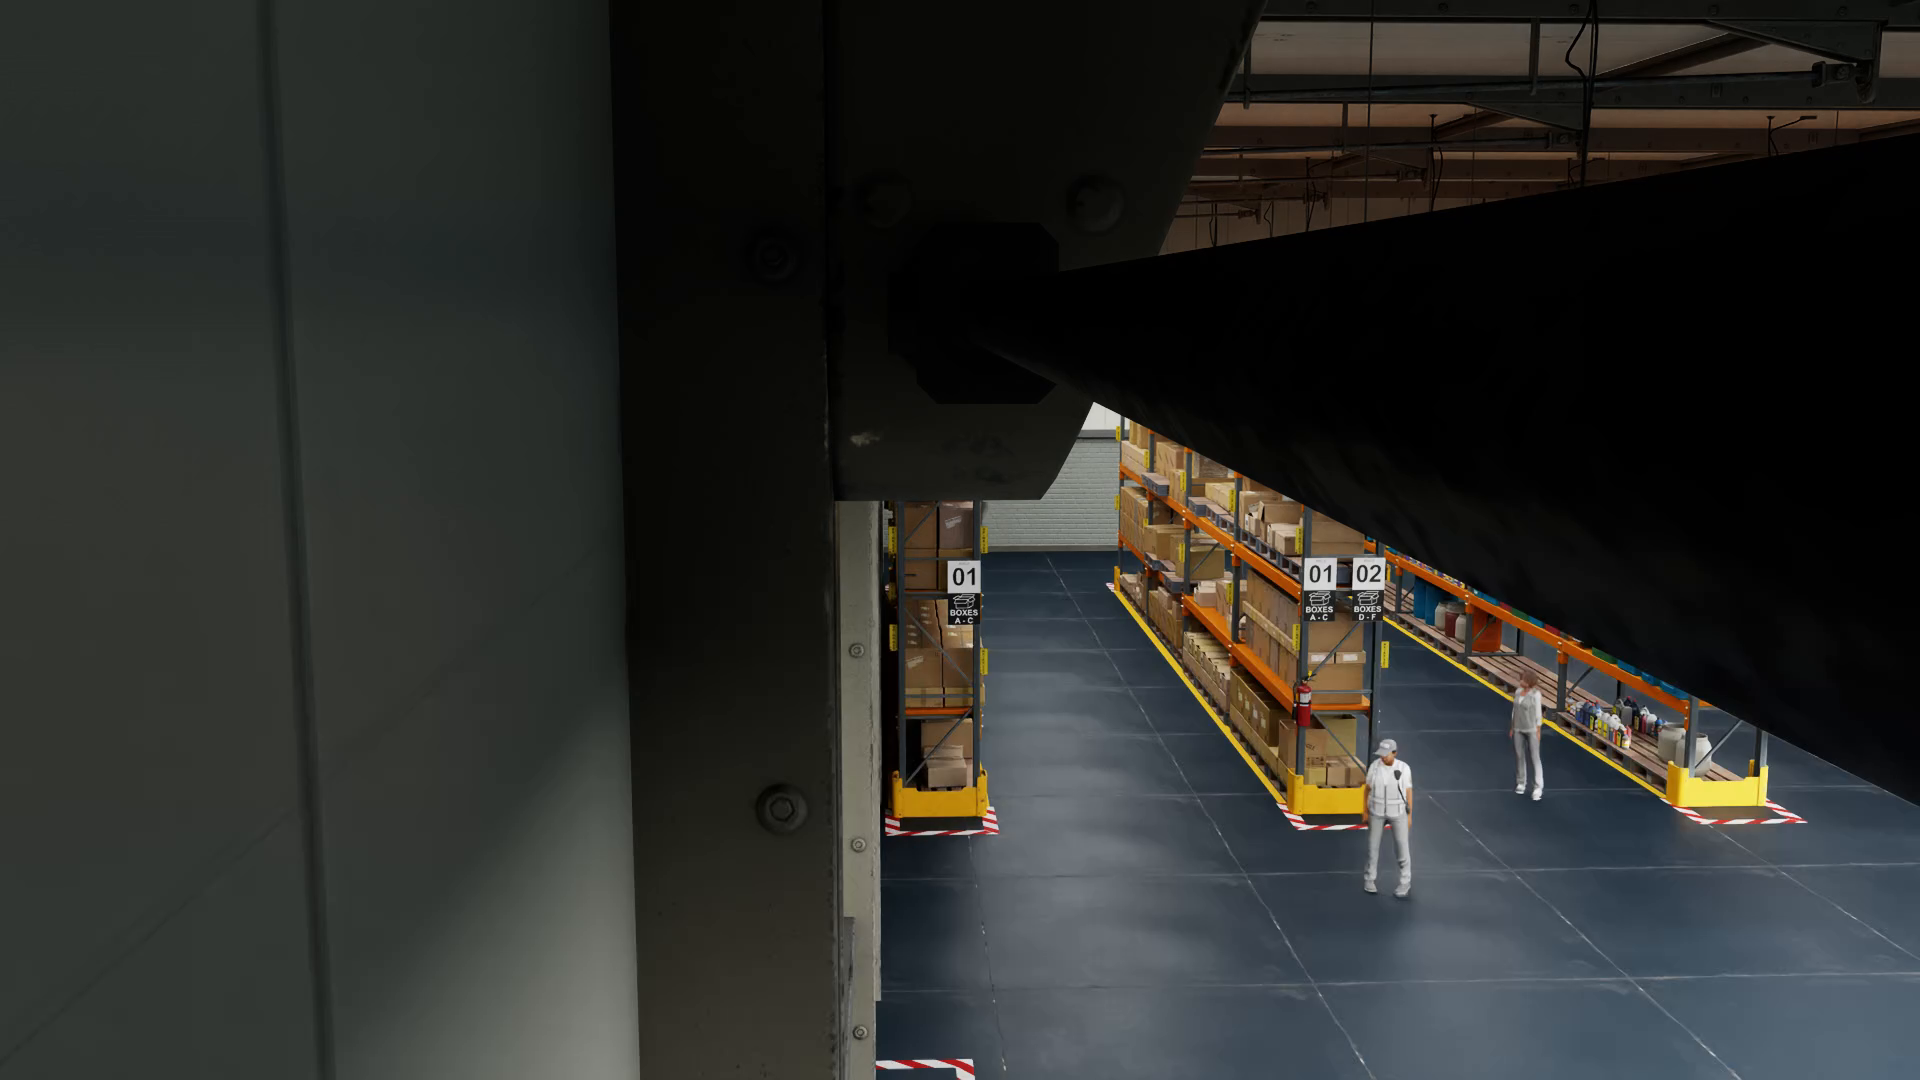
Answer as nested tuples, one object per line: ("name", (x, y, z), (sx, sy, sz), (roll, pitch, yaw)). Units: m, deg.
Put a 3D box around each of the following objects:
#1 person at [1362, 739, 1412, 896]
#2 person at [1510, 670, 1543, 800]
("person", (4.590, 2.950, 17.867), (0.528, 1.670, 0.428), (3, 9, 22))
("person", (7.290, 2.483, 21.358), (0.379, 1.610, 0.515), (-8, 11, -43))
